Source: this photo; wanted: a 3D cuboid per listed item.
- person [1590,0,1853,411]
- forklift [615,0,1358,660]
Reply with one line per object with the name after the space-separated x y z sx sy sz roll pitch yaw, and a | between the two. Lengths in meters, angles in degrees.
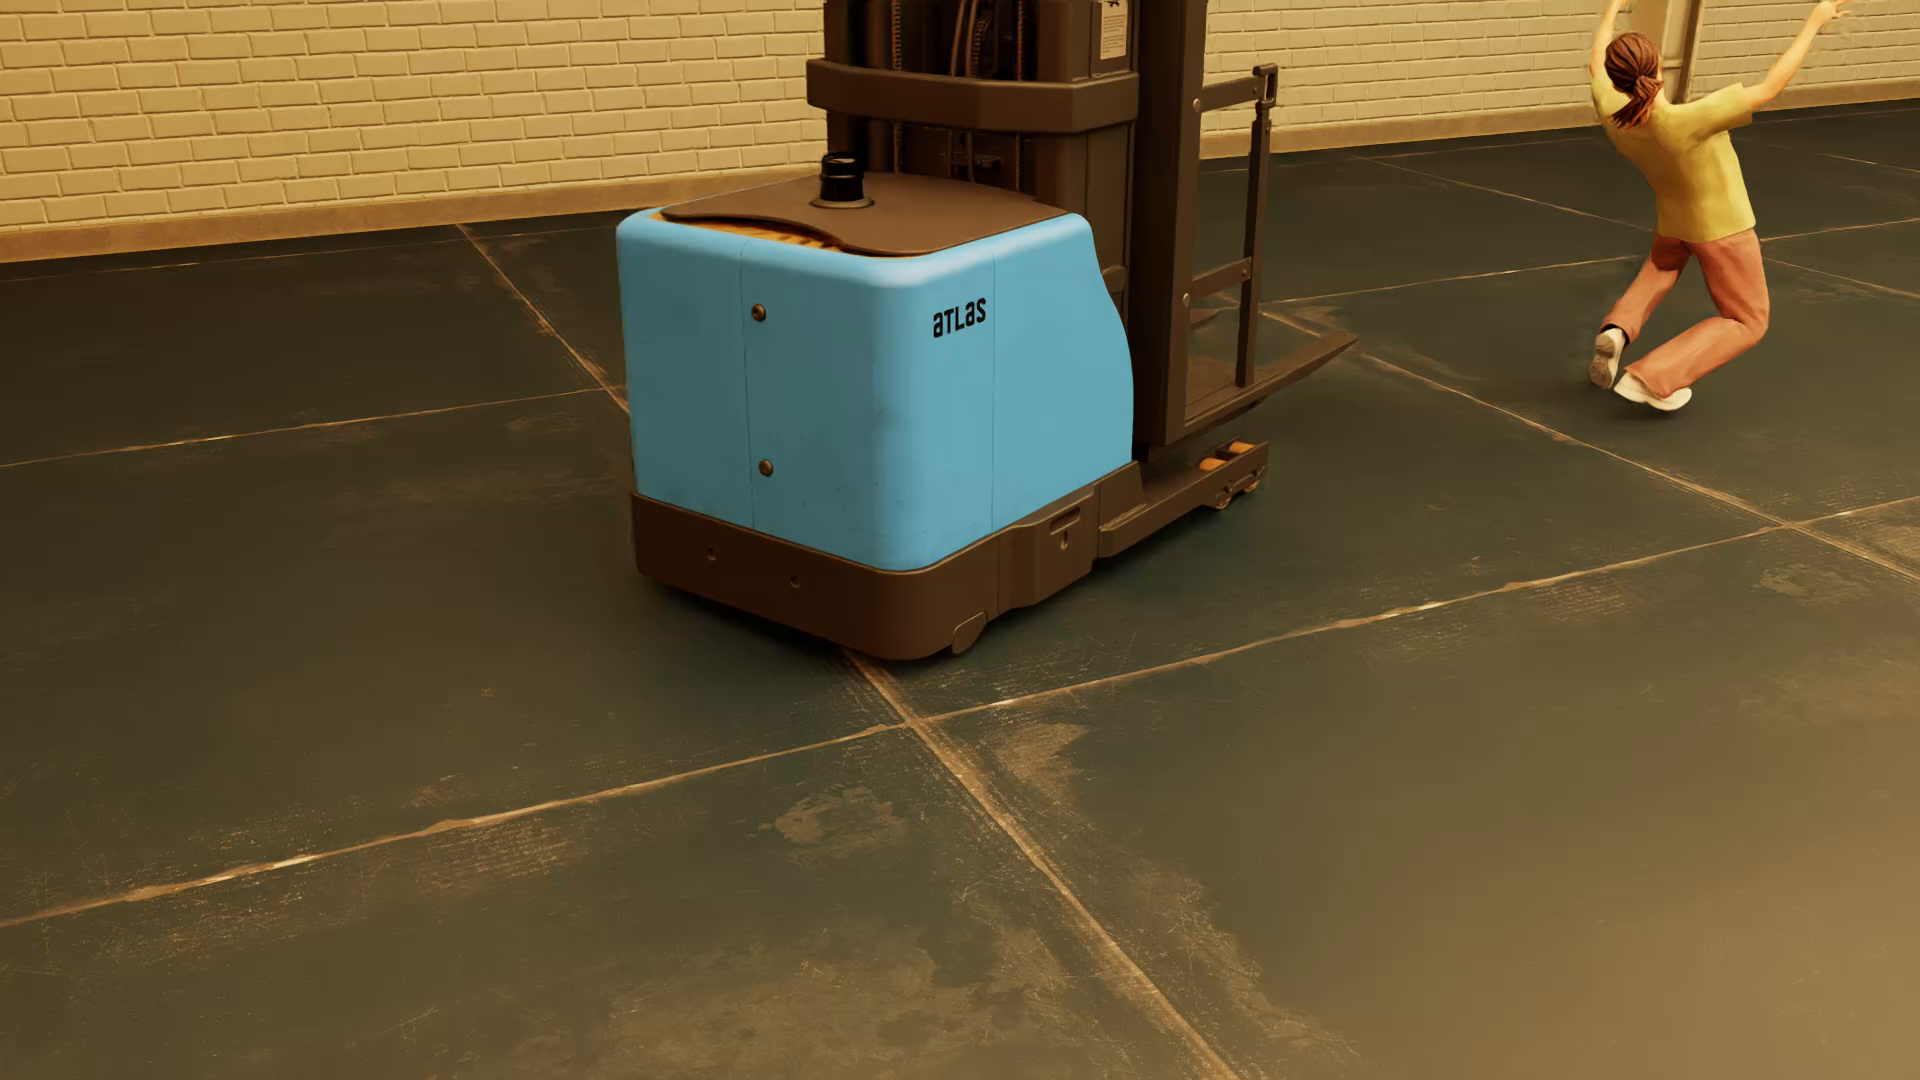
2.583 -1.241 6.105 0.728 1.530 0.862 -9 24 -21 | person
0.363 -1.551 5.021 1.130 2.935 3.031 16 27 34 | forklift
